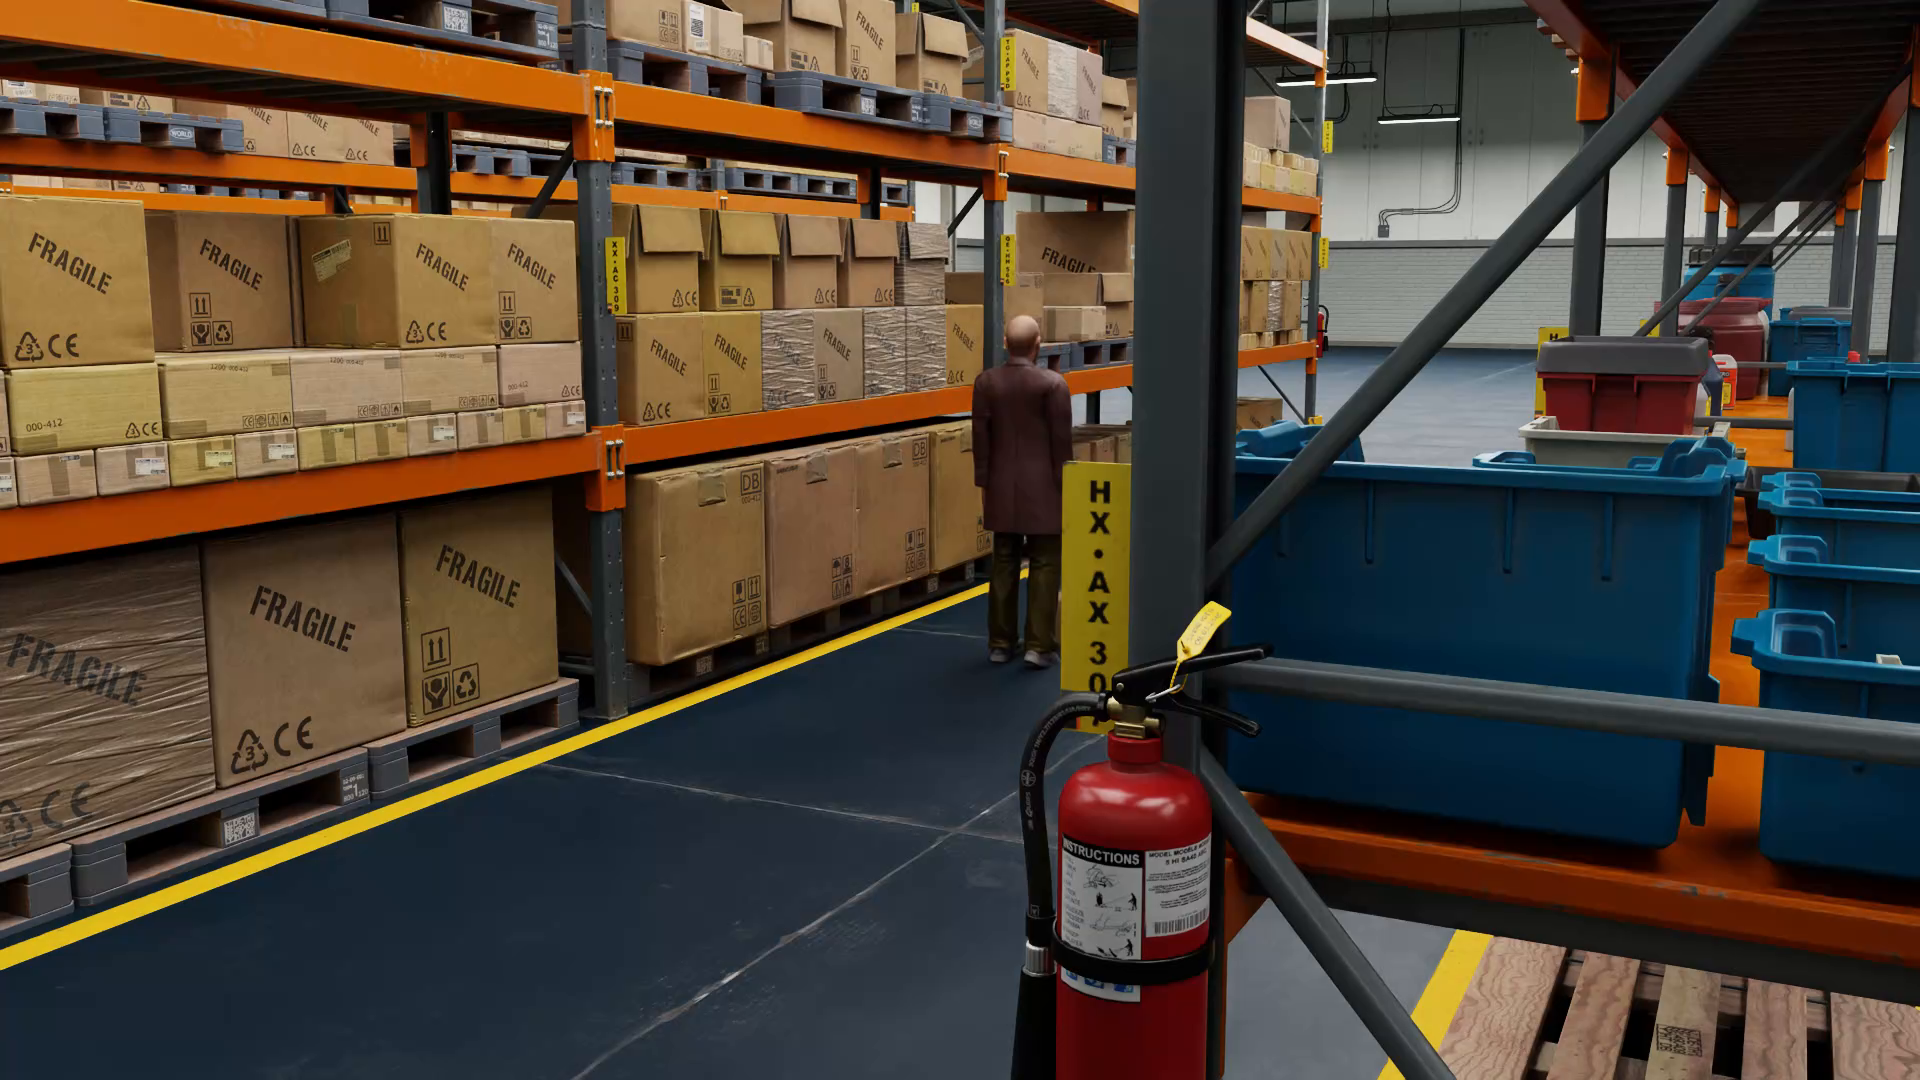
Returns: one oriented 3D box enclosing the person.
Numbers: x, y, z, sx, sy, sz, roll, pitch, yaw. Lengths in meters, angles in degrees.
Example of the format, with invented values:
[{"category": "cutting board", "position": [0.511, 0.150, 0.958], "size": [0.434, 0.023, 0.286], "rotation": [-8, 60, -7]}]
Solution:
[{"category": "person", "position": [0.327, -0.230, 8.526], "size": [0.566, 1.831, 0.435], "rotation": [5, 10, 27]}]
